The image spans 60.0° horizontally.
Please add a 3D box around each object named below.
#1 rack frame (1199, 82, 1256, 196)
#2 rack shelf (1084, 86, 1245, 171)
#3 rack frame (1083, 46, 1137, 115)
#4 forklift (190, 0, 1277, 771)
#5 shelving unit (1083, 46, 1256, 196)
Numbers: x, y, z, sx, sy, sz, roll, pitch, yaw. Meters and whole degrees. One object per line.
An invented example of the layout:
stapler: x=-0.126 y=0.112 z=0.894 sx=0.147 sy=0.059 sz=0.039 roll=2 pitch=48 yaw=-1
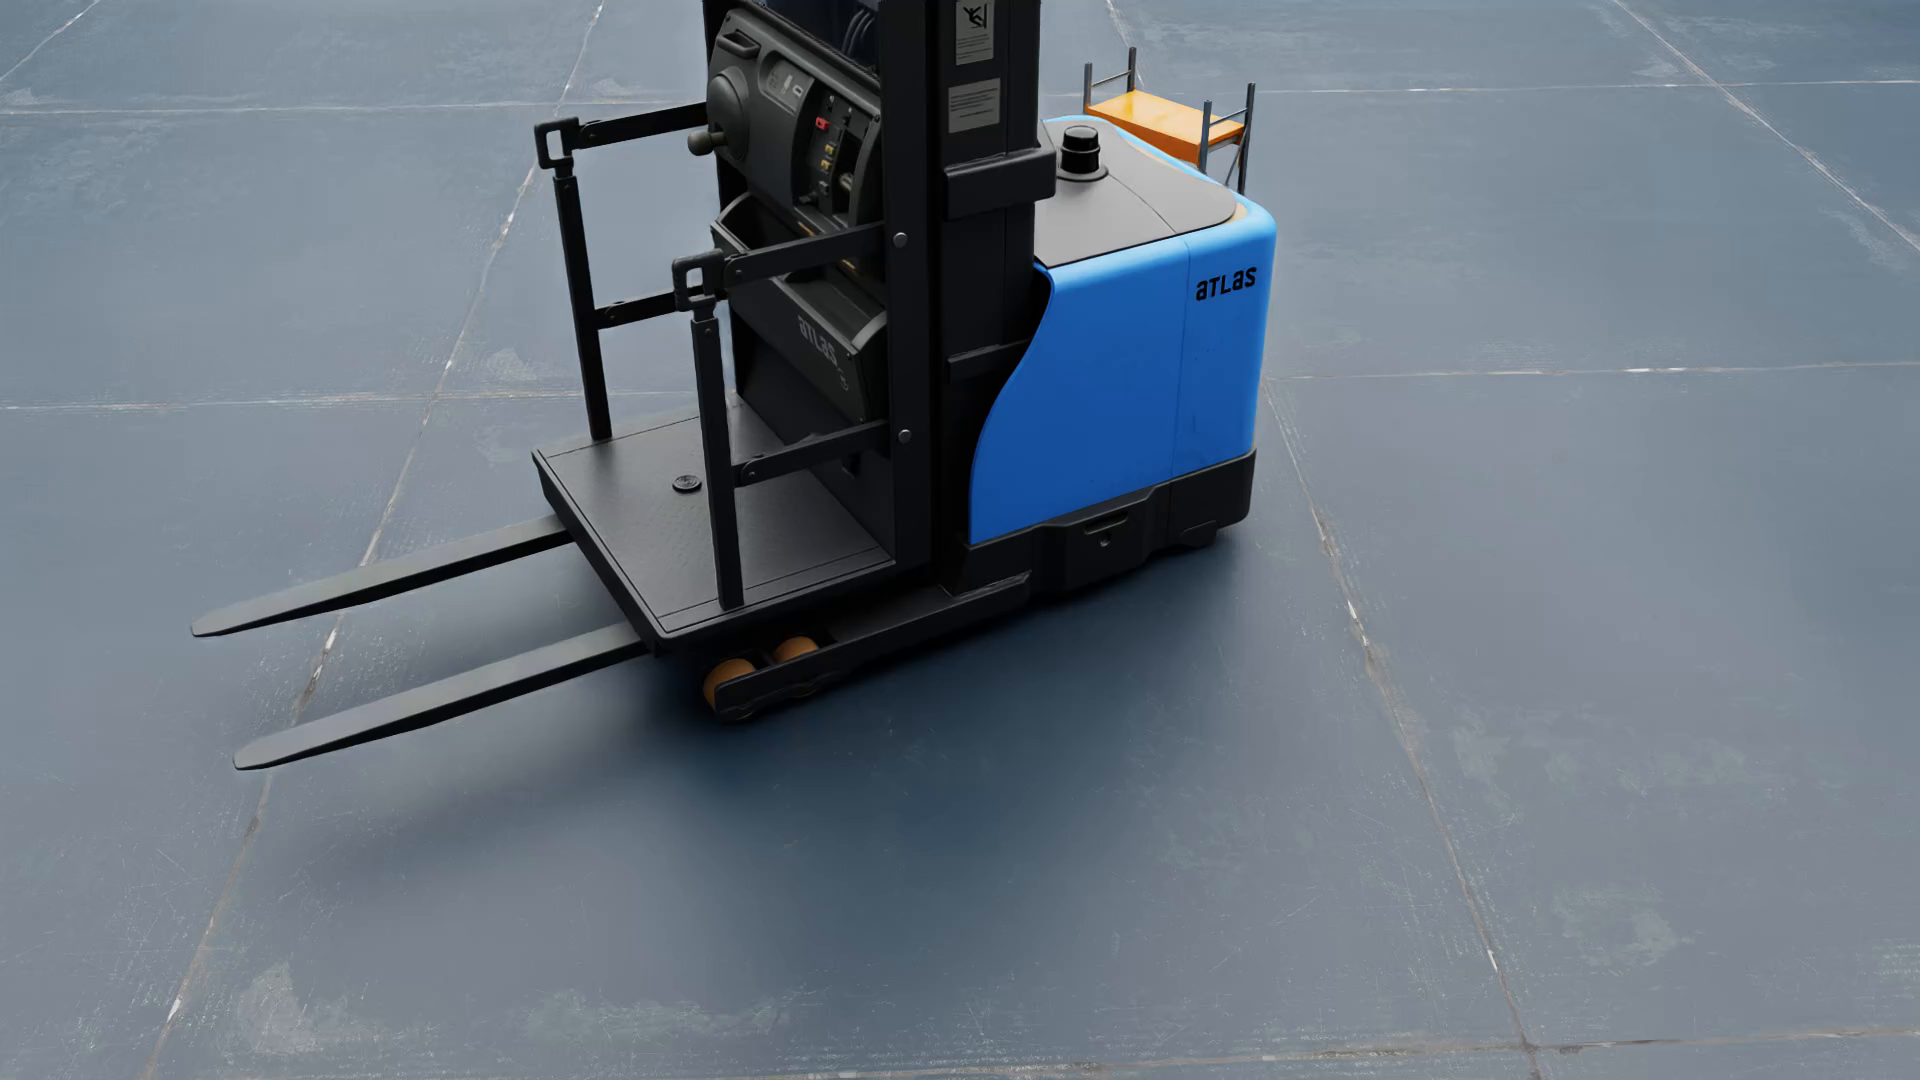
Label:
rack frame: x=0.836 y=-0.894 z=5.487 sx=0.240 sy=1.200 sz=0.015 roll=-29 pitch=44 yaw=-35
rack shelf: x=0.665 y=-1.316 z=5.406 sx=0.258 sy=0.148 sz=0.480 roll=-29 pitch=44 yaw=-35
rack frame: x=0.494 y=-1.091 z=5.773 sx=0.240 sy=1.200 sz=0.015 roll=-29 pitch=44 yaw=-35
forklift: x=-0.617 y=-1.057 z=4.202 sx=3.031 sy=2.935 sz=1.130 roll=-18 pitch=39 yaw=-24
shelving unit: x=0.665 y=-0.993 z=5.630 sx=0.258 sy=1.200 sz=0.503 roll=-29 pitch=44 yaw=-35
